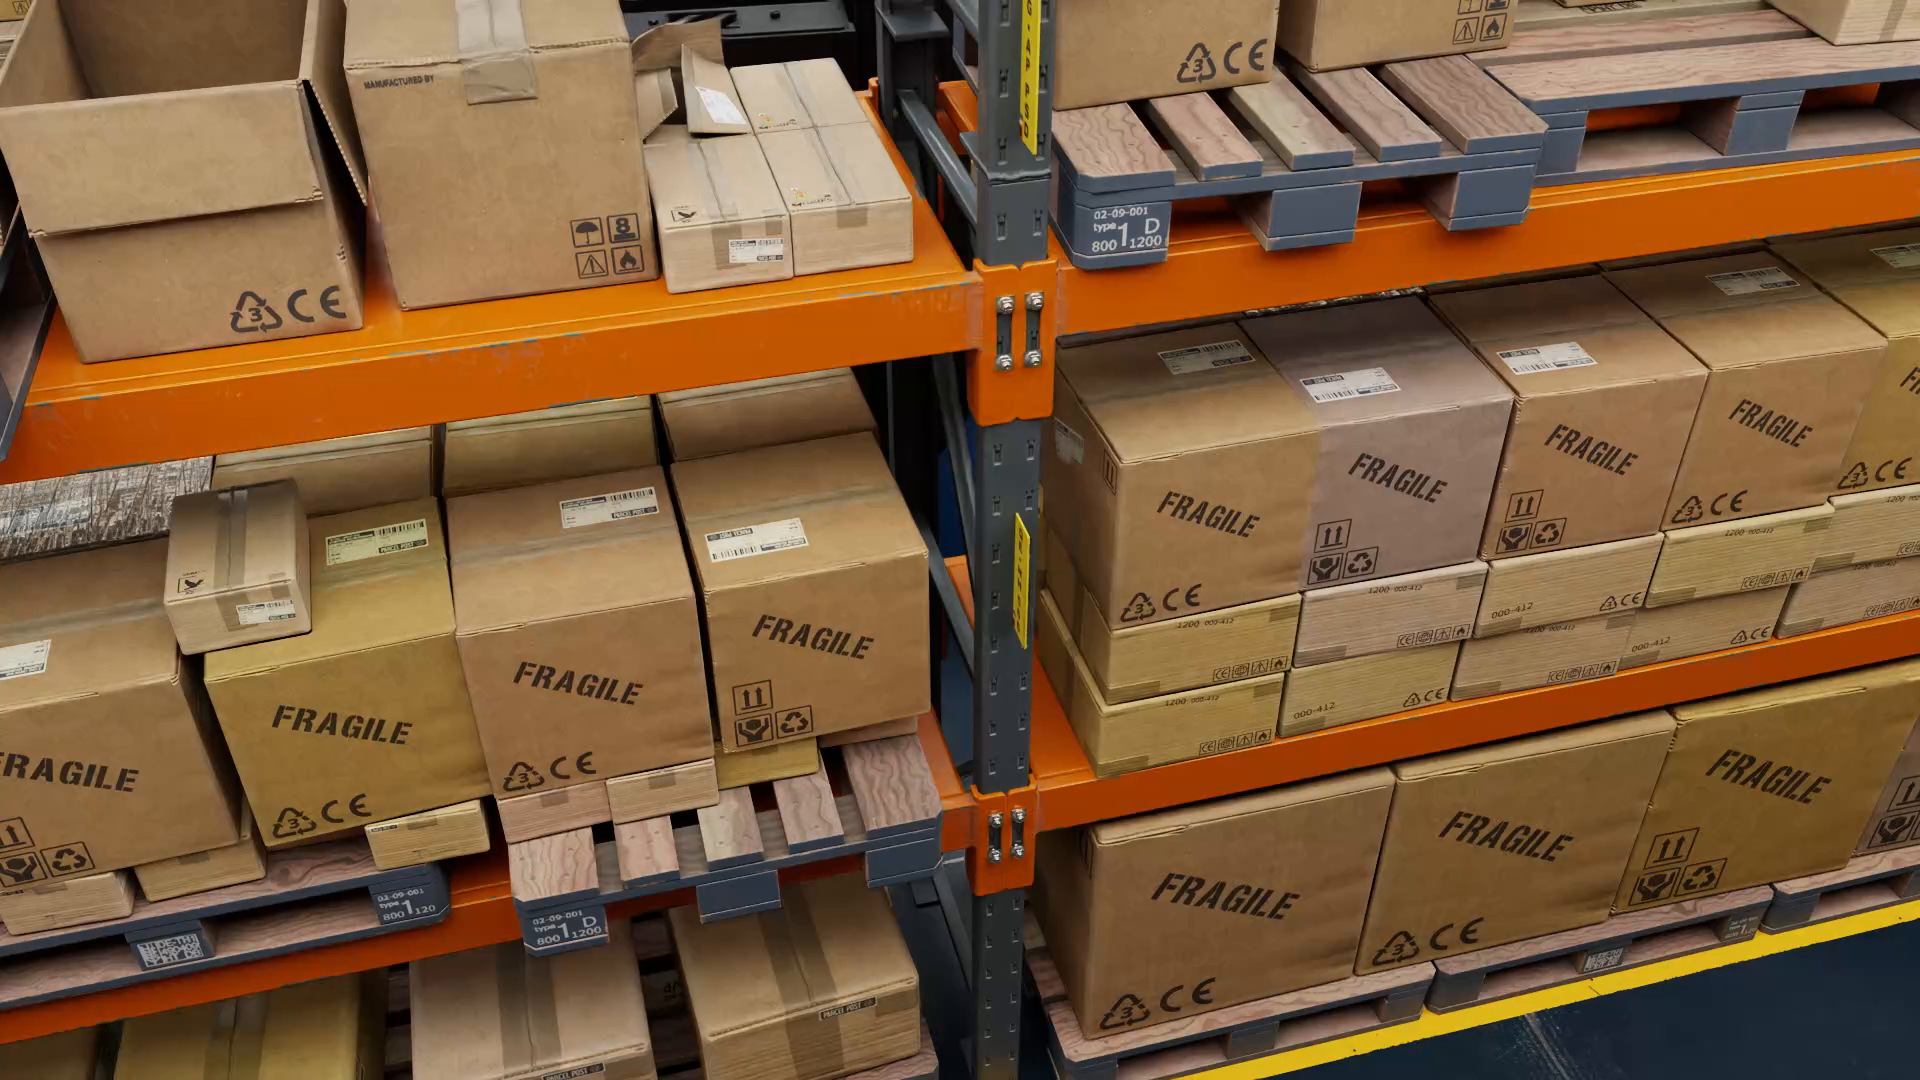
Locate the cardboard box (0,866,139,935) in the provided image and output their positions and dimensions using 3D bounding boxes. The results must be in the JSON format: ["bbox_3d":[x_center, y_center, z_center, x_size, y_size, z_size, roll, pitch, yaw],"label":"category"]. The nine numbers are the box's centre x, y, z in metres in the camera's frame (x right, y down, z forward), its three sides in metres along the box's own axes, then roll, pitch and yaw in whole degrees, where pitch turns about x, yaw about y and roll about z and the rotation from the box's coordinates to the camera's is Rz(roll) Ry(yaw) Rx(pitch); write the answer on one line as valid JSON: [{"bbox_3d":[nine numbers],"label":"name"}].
[{"bbox_3d":[-1.993,0.680,3.753,0.250,0.149,0.380,-8,38,-10],"label":"cardboard box"}]

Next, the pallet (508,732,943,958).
[{"bbox_3d":[-0.673,0.458,4.341,1.003,0.211,1.213,-9,38,-12],"label":"pallet"}]

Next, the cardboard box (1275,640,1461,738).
[{"bbox_3d":[1.016,0.244,4.586,0.500,0.250,0.500,-10,39,-13],"label":"cardboard box"}]

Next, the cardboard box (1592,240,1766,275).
[{"bbox_3d":[1.883,-0.703,4.795,0.500,0.500,0.500,-10,39,-13],"label":"cardboard box"}]

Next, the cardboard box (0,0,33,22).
[{"bbox_3d":[-4.289,-2.650,7.340,0.500,0.500,0.700,-10,39,-13],"label":"cardboard box"}]

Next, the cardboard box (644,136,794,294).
[{"bbox_3d":[-0.500,-0.668,3.393,0.250,0.149,0.380,-9,38,-12],"label":"cardboard box"}]

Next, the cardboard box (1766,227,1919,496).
[{"bbox_3d":[2.491,-0.491,4.518,0.500,0.500,0.500,-8,38,-11],"label":"cardboard box"}]

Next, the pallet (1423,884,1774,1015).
[{"bbox_3d":[1.943,1.042,5.714,1.213,0.211,1.003,-9,38,-12],"label":"pallet"}]

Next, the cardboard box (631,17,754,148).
[{"bbox_3d":[-0.608,-0.941,3.654,0.258,0.266,0.396,-9,38,-12],"label":"cardboard box"}]

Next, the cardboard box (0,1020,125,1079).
[{"bbox_3d":[-2.676,1.516,4.616,0.625,0.372,0.950,-7,38,-9],"label":"cardboard box"}]

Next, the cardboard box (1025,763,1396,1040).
[{"bbox_3d":[0.675,0.822,5.109,0.875,0.875,0.875,-10,38,-12],"label":"cardboard box"}]

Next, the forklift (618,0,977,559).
[{"bbox_3d":[-0.725,-1.090,6.262,3.031,2.935,1.130,-6,38,-8],"label":"forklift"}]

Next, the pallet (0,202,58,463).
[{"bbox_3d":[-2.251,-0.479,3.093,1.003,0.211,1.213,-9,38,-12],"label":"pallet"}]

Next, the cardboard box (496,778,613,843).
[{"bbox_3d":[-0.985,0.515,3.969,0.250,0.149,0.380,-11,39,-14],"label":"cardboard box"}]

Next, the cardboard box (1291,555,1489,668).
[{"bbox_3d":[1.040,0.050,4.427,0.500,0.250,0.500,-8,38,-11],"label":"cardboard box"}]

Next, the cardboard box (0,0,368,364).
[{"bbox_3d":[-1.478,-0.768,3.231,0.637,0.503,0.797,-9,38,-12],"label":"cardboard box"}]

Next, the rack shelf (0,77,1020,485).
[{"bbox_3d":[-1.944,-0.383,3.405,4.000,0.370,1.077,-9,38,-12],"label":"rack shelf"}]

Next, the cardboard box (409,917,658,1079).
[{"bbox_3d":[-1.271,1.288,4.914,0.625,0.372,0.950,-10,39,-13],"label":"cardboard box"}]

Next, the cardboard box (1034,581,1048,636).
[{"bbox_3d":[0.407,0.033,4.861,0.500,0.250,0.500,-11,39,-14],"label":"cardboard box"}]

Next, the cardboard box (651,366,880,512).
[{"bbox_3d":[-0.508,-0.183,4.348,0.500,0.500,0.500,-10,39,-13],"label":"cardboard box"}]

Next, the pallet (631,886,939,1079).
[{"bbox_3d":[-0.768,1.436,5.198,1.213,0.211,1.003,-9,38,-12],"label":"pallet"}]

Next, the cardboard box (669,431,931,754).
[{"bbox_3d":[-0.379,0.116,3.956,0.500,0.500,0.500,-10,39,-13],"label":"cardboard box"}]

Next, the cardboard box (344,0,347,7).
[{"bbox_3d":[-2.731,-2.335,7.751,0.500,0.500,0.500,-10,39,-13],"label":"cardboard box"}]

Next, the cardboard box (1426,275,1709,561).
[{"bbox_3d":[1.507,-0.323,4.298,0.500,0.500,0.500,-8,38,-11],"label":"cardboard box"}]

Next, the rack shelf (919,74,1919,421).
[{"bbox_3d":[1.918,-1.016,4.233,4.000,0.370,1.077,-9,38,-12],"label":"rack shelf"}]

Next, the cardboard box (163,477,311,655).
[{"bbox_3d":[-1.519,0.048,3.511,0.250,0.149,0.380,-11,39,-14],"label":"cardboard box"}]

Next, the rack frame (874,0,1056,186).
[{"bbox_3d":[-0.013,-2.177,2.689,0.127,3.000,1.000,-9,38,-12],"label":"rack frame"}]

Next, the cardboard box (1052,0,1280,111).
[{"bbox_3d":[0.312,-1.341,3.635,0.637,0.503,0.797,-12,39,-15],"label":"cardboard box"}]

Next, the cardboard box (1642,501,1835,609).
[{"bbox_3d":[2.017,-0.094,4.616,0.500,0.250,0.500,-9,38,-11],"label":"cardboard box"}]

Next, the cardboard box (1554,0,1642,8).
[{"bbox_3d":[1.613,-1.641,4.030,0.500,0.500,0.500,-9,38,-12],"label":"cardboard box"}]

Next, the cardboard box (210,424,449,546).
[{"bbox_3d":[-1.520,-0.008,4.119,0.500,0.500,0.500,-9,38,-11],"label":"cardboard box"}]

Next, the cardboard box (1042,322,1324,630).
[{"bbox_3d":[0.527,-0.166,4.092,0.500,0.500,0.500,-11,39,-13],"label":"cardboard box"}]

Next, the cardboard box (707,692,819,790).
[{"bbox_3d":[-0.508,0.414,4.101,0.250,0.149,0.380,-9,38,-11],"label":"cardboard box"}]

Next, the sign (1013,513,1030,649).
[{"bbox_3d":[0.137,0.094,3.770,0.005,0.325,0.100,-9,38,-12],"label":"sign"}]

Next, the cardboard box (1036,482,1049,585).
[{"bbox_3d":[0.388,-0.159,4.701,0.500,0.250,0.500,-9,38,-12],"label":"cardboard box"}]

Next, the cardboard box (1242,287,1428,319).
[{"bbox_3d":[0.911,-0.552,4.598,0.500,0.500,0.500,-9,38,-11],"label":"cardboard box"}]

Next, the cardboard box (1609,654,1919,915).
[{"bbox_3d":[2.401,0.542,5.475,0.875,0.875,0.875,-8,38,-11],"label":"cardboard box"}]

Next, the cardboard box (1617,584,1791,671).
[{"bbox_3d":[2.000,0.084,4.795,0.500,0.250,0.500,-9,38,-12],"label":"cardboard box"}]

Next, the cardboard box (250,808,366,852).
[{"bbox_3d":[-1.522,0.533,3.946,0.250,0.149,0.380,-9,38,-12],"label":"cardboard box"}]

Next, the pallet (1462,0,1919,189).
[{"bbox_3d":[1.674,-1.222,4.066,1.213,0.211,1.003,-8,38,-10],"label":"pallet"}]

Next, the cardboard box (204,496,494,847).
[{"bbox_3d":[-1.363,0.285,3.735,0.500,0.500,0.500,-12,39,-15],"label":"cardboard box"}]
